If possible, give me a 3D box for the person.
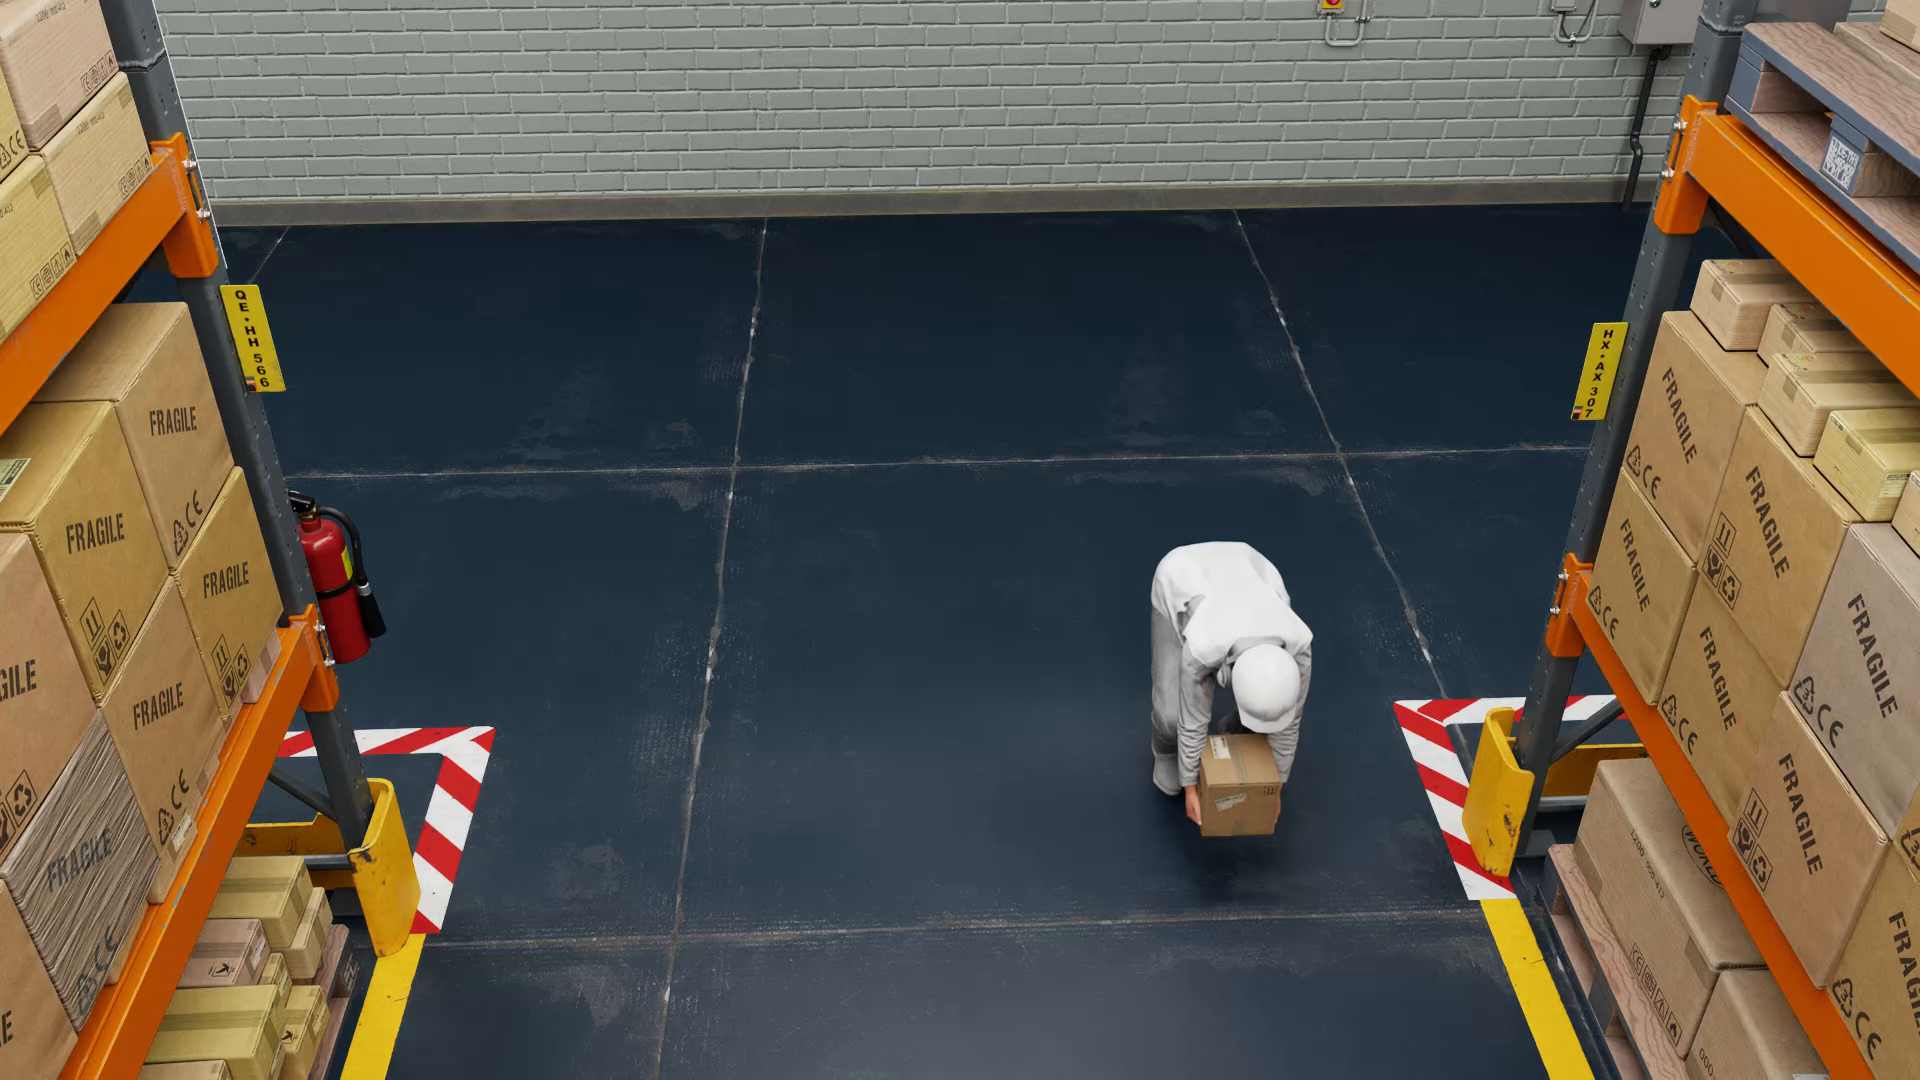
[{"bbox_3d":[0.958,0.578,5.941,0.512,1.036,0.999,-3,35,-4],"label":"person"}]
